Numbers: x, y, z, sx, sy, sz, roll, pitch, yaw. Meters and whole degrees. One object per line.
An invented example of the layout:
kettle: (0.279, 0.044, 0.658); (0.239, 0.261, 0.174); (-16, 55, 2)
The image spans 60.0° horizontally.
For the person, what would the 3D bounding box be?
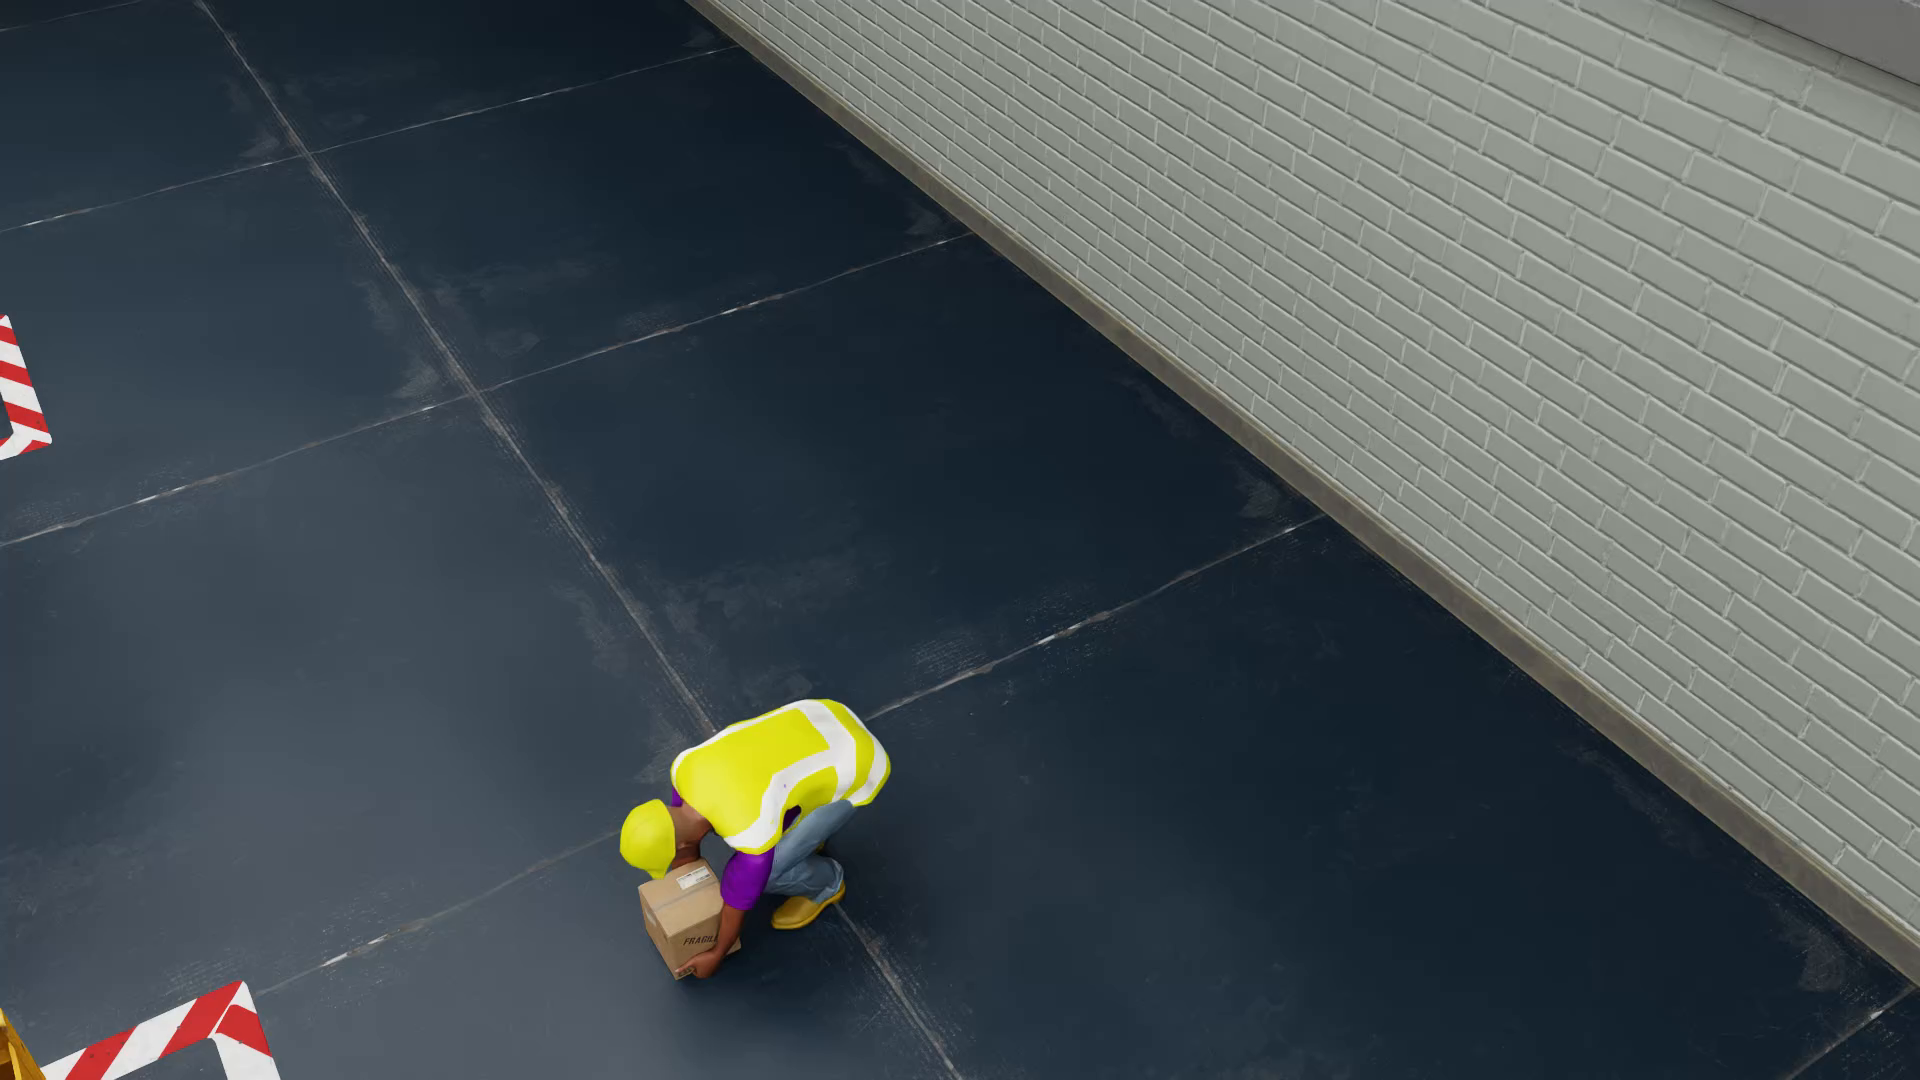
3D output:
person: (-0.690, 1.012, 5.711); (0.973, 0.824, 0.528); (-24, 46, -25)
